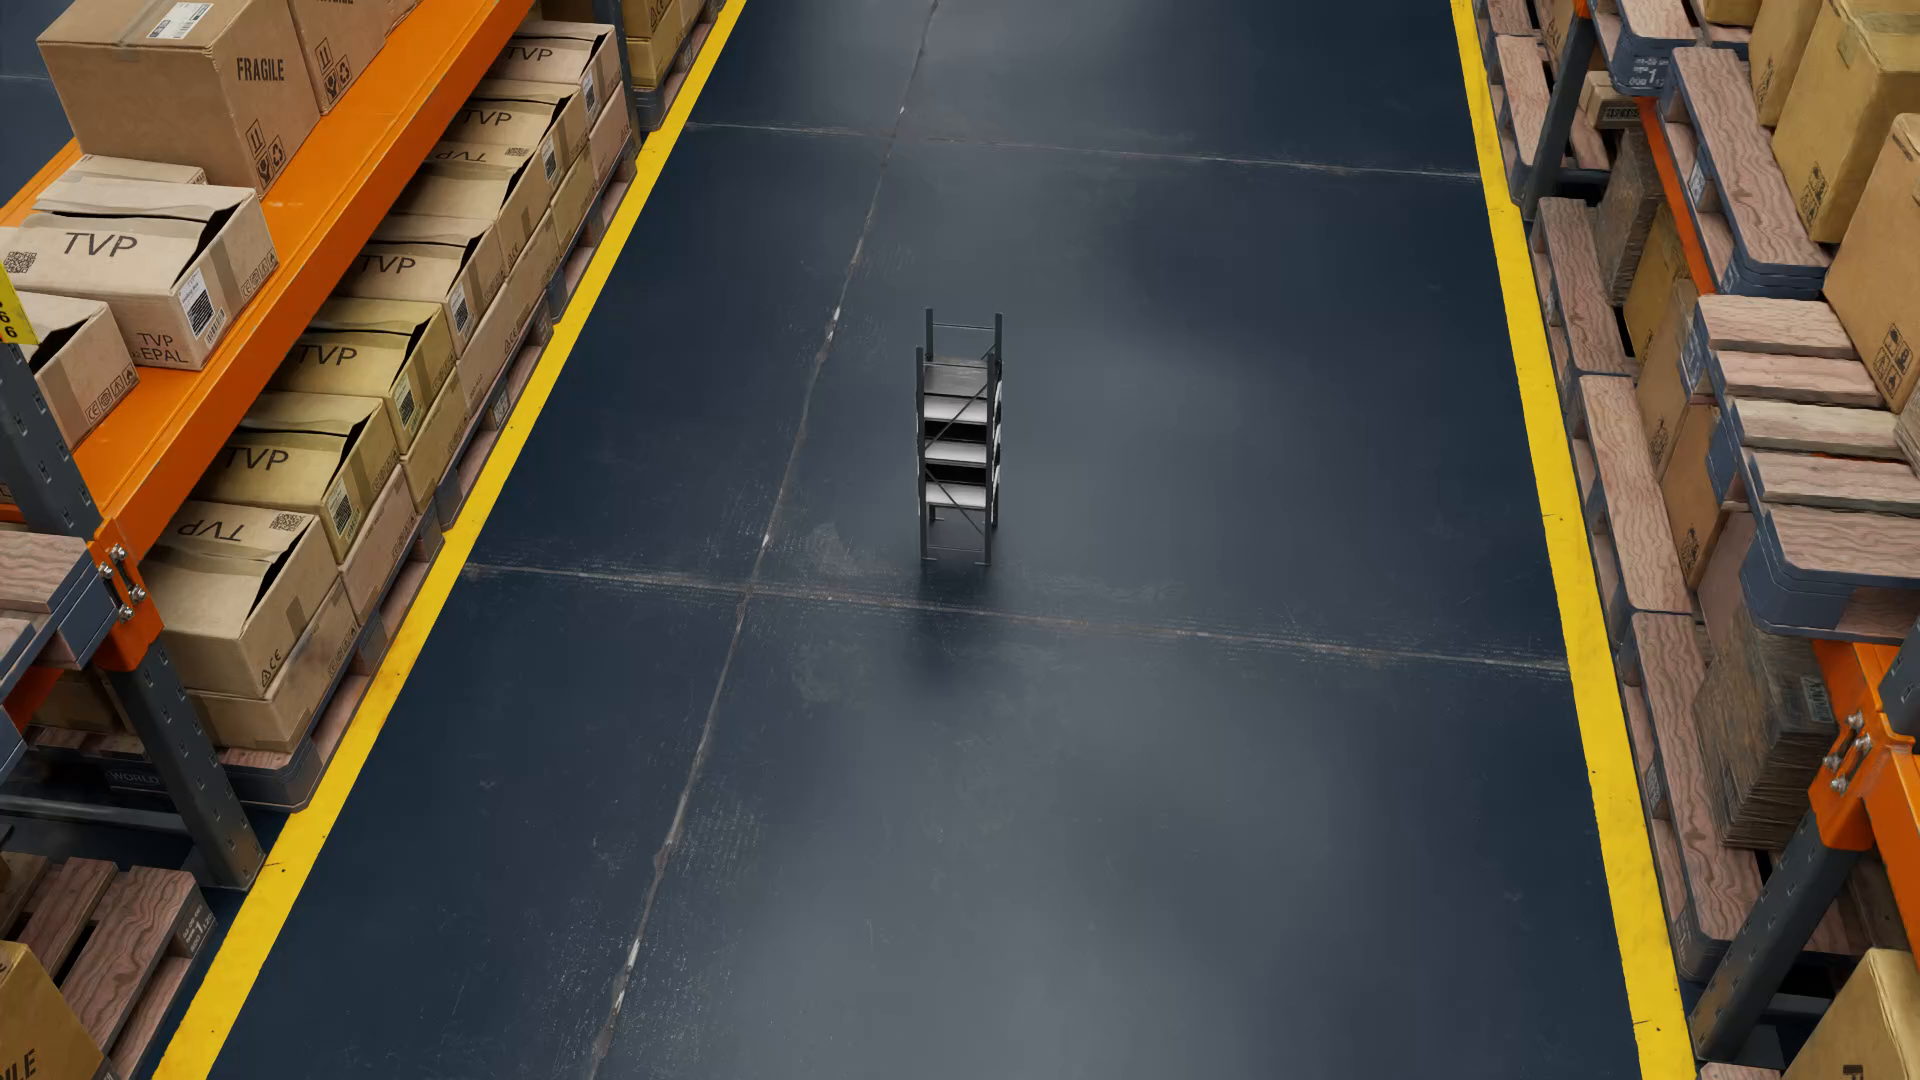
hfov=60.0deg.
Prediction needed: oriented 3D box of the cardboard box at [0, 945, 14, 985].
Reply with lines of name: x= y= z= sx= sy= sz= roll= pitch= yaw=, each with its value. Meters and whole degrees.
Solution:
cardboard box: x=-2.391 y=0.995 z=3.471 sx=0.500 sy=0.250 sz=0.500 roll=7 pitch=44 yaw=7

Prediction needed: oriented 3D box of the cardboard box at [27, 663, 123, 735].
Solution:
cardboard box: x=-2.669 y=0.287 z=4.960 sx=0.500 sy=0.250 sz=0.500 roll=6 pitch=44 yaw=7

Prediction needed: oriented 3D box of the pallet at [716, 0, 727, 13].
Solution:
pallet: x=-1.662 y=-3.264 z=9.044 sx=1.003 sy=0.211 sz=1.213 roll=5 pitch=44 yaw=6

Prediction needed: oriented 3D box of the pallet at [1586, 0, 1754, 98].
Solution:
pallet: x=2.698 y=-1.879 z=5.693 sx=1.003 sy=0.211 sz=1.213 roll=5 pitch=44 yaw=6

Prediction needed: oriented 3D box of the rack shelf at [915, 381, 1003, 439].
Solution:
rack shelf: x=-0.001 y=-0.428 z=5.334 sx=0.258 sy=0.077 sz=0.200 roll=5 pitch=44 yaw=6

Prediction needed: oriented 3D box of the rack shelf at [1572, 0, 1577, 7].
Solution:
rack shelf: x=3.208 y=-3.559 z=7.850 sx=1.077 sy=0.370 sz=4.000 roll=5 pitch=44 yaw=6

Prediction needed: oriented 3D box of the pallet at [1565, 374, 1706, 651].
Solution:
pallet: x=2.683 y=-0.080 z=5.681 sx=1.003 sy=0.211 sz=1.213 roll=5 pitch=44 yaw=6

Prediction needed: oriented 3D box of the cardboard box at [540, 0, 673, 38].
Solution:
cardboard box: x=-1.596 y=-2.618 z=7.483 sx=0.500 sy=0.500 sz=0.500 roll=5 pitch=44 yaw=6

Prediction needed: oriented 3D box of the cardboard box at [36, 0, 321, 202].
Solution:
cardboard box: x=-2.291 y=-1.360 z=4.932 sx=0.500 sy=0.500 sz=0.500 roll=3 pitch=44 yaw=3

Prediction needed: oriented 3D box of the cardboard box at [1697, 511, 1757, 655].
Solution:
cardboard box: x=2.641 y=0.181 z=4.875 sx=0.700 sy=0.500 sz=0.500 roll=5 pitch=44 yaw=5

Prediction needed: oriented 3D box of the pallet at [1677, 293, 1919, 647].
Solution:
pallet: x=2.403 y=-0.156 z=3.873 sx=1.213 sy=0.211 sz=1.003 roll=5 pitch=44 yaw=6

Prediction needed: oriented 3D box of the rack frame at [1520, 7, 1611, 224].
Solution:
rack frame: x=2.943 y=-2.457 z=6.163 sx=1.000 sy=3.000 sz=0.127 roll=5 pitch=44 yaw=6

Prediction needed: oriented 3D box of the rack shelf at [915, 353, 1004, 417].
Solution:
rack shelf: x=-0.001 y=-0.493 z=5.272 sx=0.258 sy=0.077 sz=0.200 roll=5 pitch=44 yaw=6

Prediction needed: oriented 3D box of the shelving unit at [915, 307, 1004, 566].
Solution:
shelving unit: x=-0.001 y=-0.321 z=5.435 sx=0.258 sy=0.900 sz=0.210 roll=5 pitch=44 yaw=6

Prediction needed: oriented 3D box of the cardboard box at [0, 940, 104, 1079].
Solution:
cardboard box: x=-2.387 y=1.228 z=3.769 sx=0.500 sy=0.500 sz=0.500 roll=7 pitch=44 yaw=7

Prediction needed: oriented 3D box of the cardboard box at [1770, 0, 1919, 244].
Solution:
cardboard box: x=2.609 y=-1.099 z=4.336 sx=0.700 sy=0.500 sz=0.500 roll=5 pitch=44 yaw=6

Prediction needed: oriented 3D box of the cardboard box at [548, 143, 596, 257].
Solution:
cardboard box: x=-1.804 y=-1.405 z=6.747 sx=0.500 sy=0.250 sz=0.500 roll=5 pitch=44 yaw=5

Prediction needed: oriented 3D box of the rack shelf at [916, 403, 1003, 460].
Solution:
rack shelf: x=-0.001 y=-0.362 z=5.396 sx=0.258 sy=0.077 sz=0.200 roll=5 pitch=44 yaw=6

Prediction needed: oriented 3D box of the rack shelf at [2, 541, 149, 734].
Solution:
rack shelf: x=-2.761 y=1.446 z=2.565 sx=1.077 sy=0.370 sz=4.000 roll=5 pitch=44 yaw=6

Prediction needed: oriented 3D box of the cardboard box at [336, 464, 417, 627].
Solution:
cardboard box: x=-2.070 y=-0.005 z=5.268 sx=0.500 sy=0.250 sz=0.500 roll=4 pitch=44 yaw=4

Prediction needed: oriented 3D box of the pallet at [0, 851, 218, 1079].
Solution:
pallet: x=-2.633 y=1.340 z=4.182 sx=1.003 sy=0.211 sz=1.213 roll=5 pitch=44 yaw=6

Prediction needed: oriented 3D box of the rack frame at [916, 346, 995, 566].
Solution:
rack frame: x=-0.015 y=-0.252 z=5.362 sx=0.240 sy=0.900 sz=0.006 roll=5 pitch=44 yaw=6

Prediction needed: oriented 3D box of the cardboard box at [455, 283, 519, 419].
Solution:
cardboard box: x=-1.940 y=-0.710 z=6.012 sx=0.500 sy=0.250 sz=0.500 roll=6 pitch=44 yaw=6

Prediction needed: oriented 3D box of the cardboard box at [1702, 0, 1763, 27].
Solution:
cardboard box: x=2.761 y=-1.929 z=5.213 sx=0.700 sy=0.500 sz=0.500 roll=9 pitch=44 yaw=10

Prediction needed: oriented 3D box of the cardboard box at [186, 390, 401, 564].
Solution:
cardboard box: x=-2.075 y=-0.225 z=5.093 sx=0.500 sy=0.311 sz=0.500 roll=4 pitch=44 yaw=4

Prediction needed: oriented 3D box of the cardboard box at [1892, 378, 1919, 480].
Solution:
cardboard box: x=2.467 y=-0.248 z=3.438 sx=0.700 sy=0.500 sz=0.500 roll=1 pitch=43 yaw=1

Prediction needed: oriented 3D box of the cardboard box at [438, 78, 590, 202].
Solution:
cardboard box: x=-1.799 y=-1.605 z=6.550 sx=0.500 sy=0.311 sz=0.500 roll=6 pitch=44 yaw=7

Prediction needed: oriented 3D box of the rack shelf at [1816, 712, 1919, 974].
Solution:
rack shelf: x=2.150 y=1.894 z=2.092 sx=1.077 sy=0.370 sz=4.000 roll=5 pitch=44 yaw=6

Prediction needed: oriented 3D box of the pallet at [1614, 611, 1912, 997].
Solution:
pallet: x=2.519 y=0.749 z=4.805 sx=1.003 sy=0.211 sz=1.213 roll=5 pitch=44 yaw=6

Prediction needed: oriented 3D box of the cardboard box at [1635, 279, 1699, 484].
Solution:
cardboard box: x=2.736 y=-0.505 z=5.600 sx=0.700 sy=0.500 sz=0.500 roll=6 pitch=44 yaw=6

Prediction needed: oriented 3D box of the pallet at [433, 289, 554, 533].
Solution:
pallet: x=-2.185 y=-0.553 z=6.180 sx=1.003 sy=0.211 sz=1.213 roll=5 pitch=44 yaw=6

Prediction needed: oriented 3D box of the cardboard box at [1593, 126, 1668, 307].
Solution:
cardboard box: x=2.862 y=-1.206 z=6.340 sx=0.700 sy=0.500 sz=0.500 roll=7 pitch=44 yaw=7

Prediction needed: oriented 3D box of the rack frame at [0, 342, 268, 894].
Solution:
rack frame: x=-2.496 y=-0.178 z=3.757 sx=1.000 sy=3.000 sz=0.127 roll=5 pitch=44 yaw=6

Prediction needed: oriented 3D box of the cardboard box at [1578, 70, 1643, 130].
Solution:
cardboard box: x=2.984 y=-1.955 z=7.374 sx=0.380 sy=0.166 sz=0.250 roll=0 pitch=43 yaw=0

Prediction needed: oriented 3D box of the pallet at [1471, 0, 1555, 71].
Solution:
pallet: x=3.156 y=-2.739 z=8.489 sx=1.003 sy=0.211 sz=1.213 roll=5 pitch=44 yaw=6

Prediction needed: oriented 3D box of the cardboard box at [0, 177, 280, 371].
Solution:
cardboard box: x=-2.186 y=-0.738 z=4.413 sx=0.500 sy=0.311 sz=0.500 roll=5 pitch=44 yaw=5

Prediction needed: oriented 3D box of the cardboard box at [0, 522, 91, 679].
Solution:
cardboard box: x=-2.671 y=0.085 z=4.766 sx=0.500 sy=0.311 sz=0.500 roll=6 pitch=44 yaw=7

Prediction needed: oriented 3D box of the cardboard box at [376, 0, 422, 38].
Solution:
cardboard box: x=-2.155 y=-2.060 z=5.671 sx=0.500 sy=0.500 sz=0.500 roll=8 pitch=44 yaw=9

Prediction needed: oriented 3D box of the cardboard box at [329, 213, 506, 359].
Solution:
cardboard box: x=-1.938 y=-0.923 z=5.830 sx=0.500 sy=0.311 sz=0.500 roll=5 pitch=44 yaw=5

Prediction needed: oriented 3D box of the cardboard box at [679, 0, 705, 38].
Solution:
cardboard box: x=-1.535 y=-2.687 z=8.101 sx=0.500 sy=0.250 sz=0.500 roll=5 pitch=44 yaw=6
